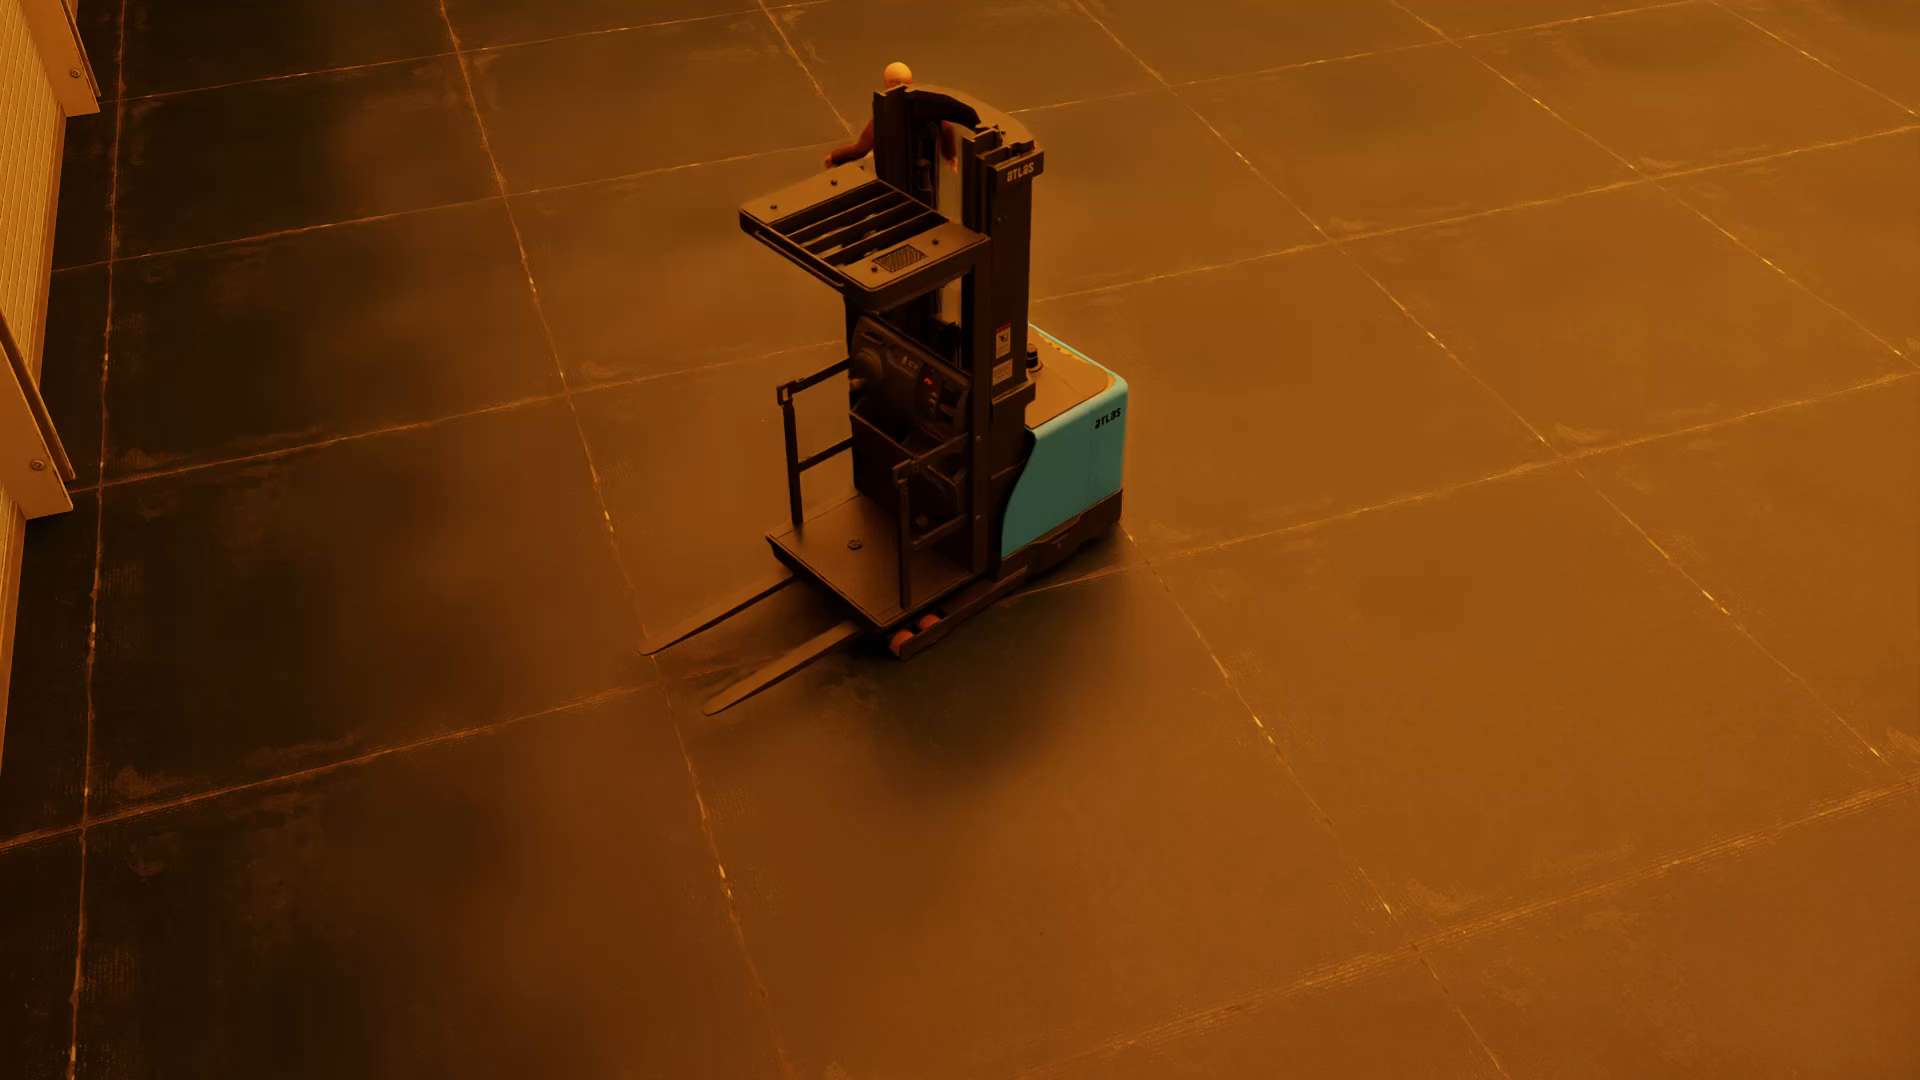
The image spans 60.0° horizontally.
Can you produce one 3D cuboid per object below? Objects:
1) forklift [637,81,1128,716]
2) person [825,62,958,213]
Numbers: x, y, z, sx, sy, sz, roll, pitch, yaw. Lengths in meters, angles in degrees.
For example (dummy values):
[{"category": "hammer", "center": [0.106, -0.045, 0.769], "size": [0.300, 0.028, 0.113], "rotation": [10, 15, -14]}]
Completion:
[{"category": "forklift", "center": [-0.435, -0.828, 8.982], "size": [3.031, 2.935, 1.130], "rotation": [-30, 48, -31]}, {"category": "person", "center": [-0.446, -2.638, 12.099], "size": [0.994, 1.808, 0.557], "rotation": [-21, 45, -24]}]
